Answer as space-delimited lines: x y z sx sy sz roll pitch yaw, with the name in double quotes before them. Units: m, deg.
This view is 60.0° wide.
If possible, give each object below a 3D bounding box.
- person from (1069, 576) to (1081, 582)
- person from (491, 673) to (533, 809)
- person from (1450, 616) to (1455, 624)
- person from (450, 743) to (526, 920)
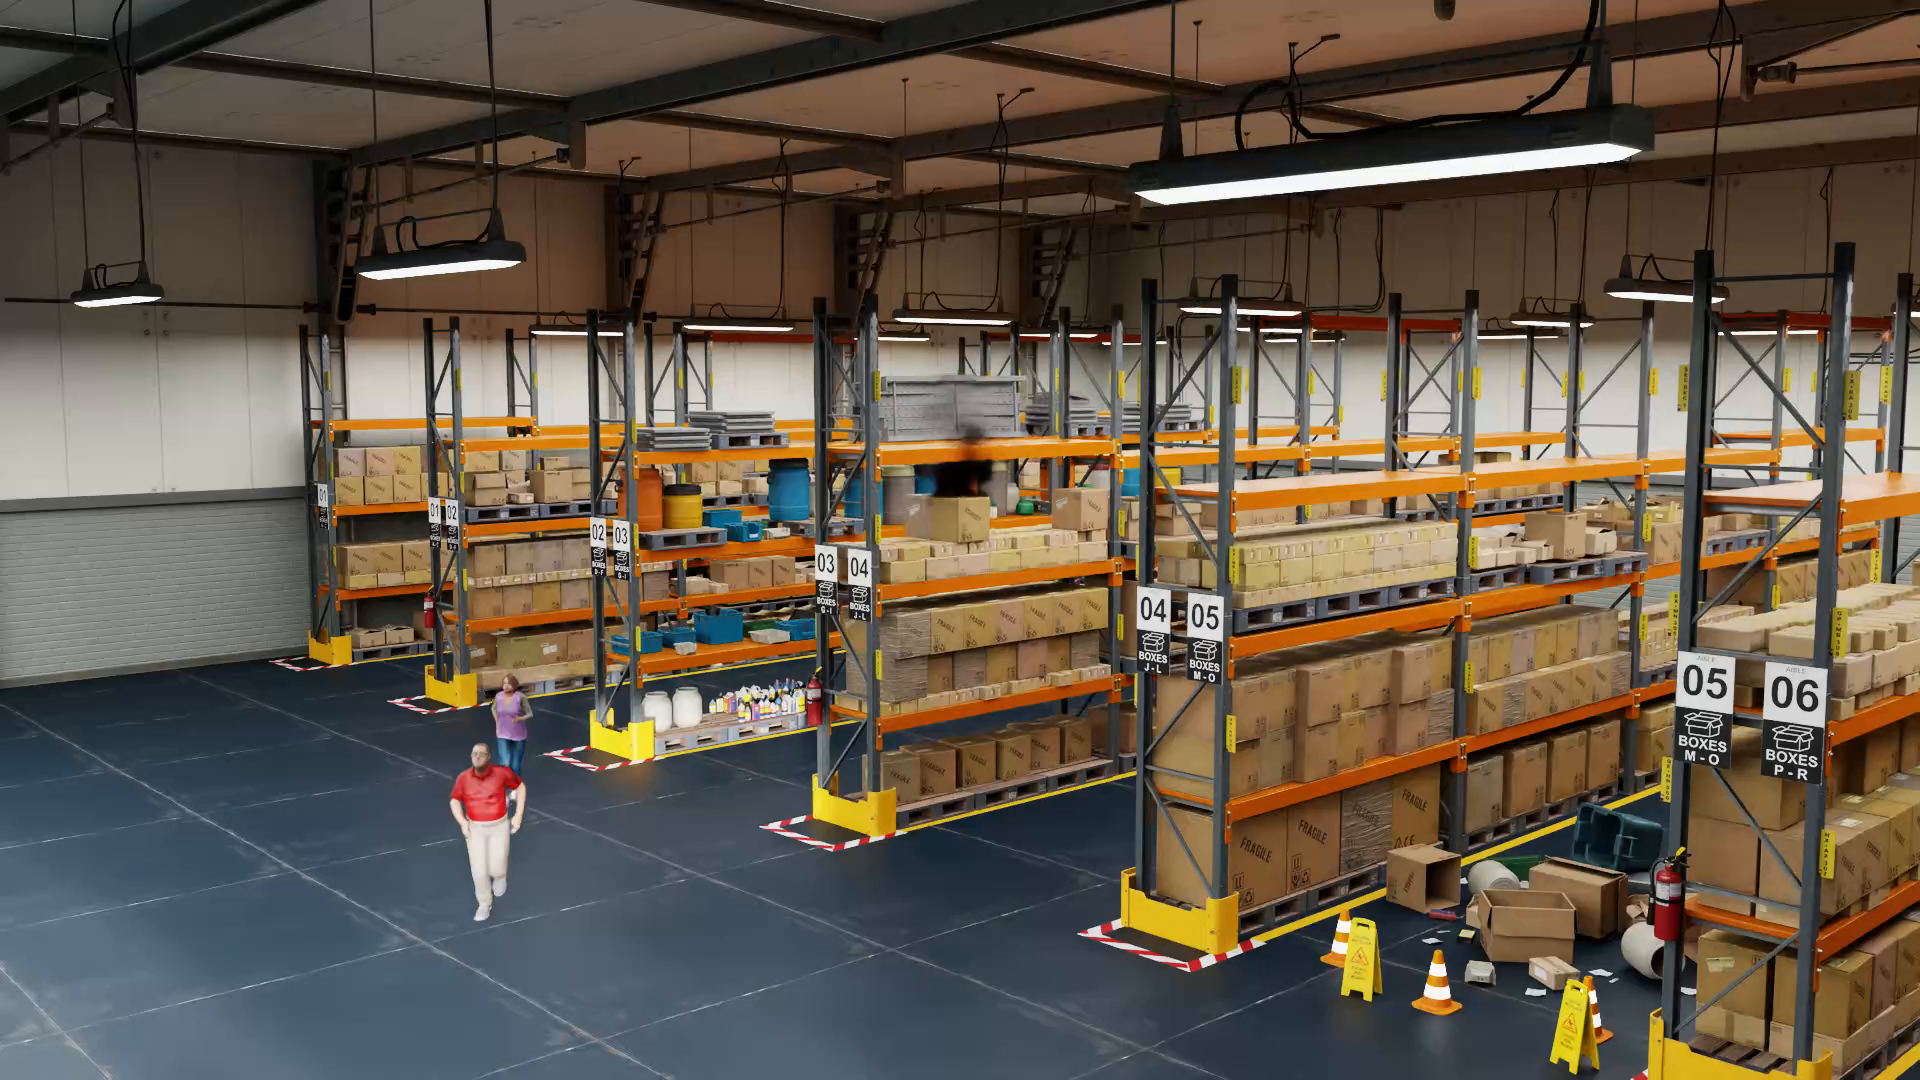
"person" 2.192 1.013 32.511 0.682 1.826 0.814 5 8 41
"person" -5.326 2.389 19.780 0.507 1.630 0.688 -1 6 -9
"person" 7.231 1.901 24.299 0.579 1.650 0.851 5 7 38
"person" -4.475 2.752 15.761 0.684 1.683 0.645 -1 6 -7
